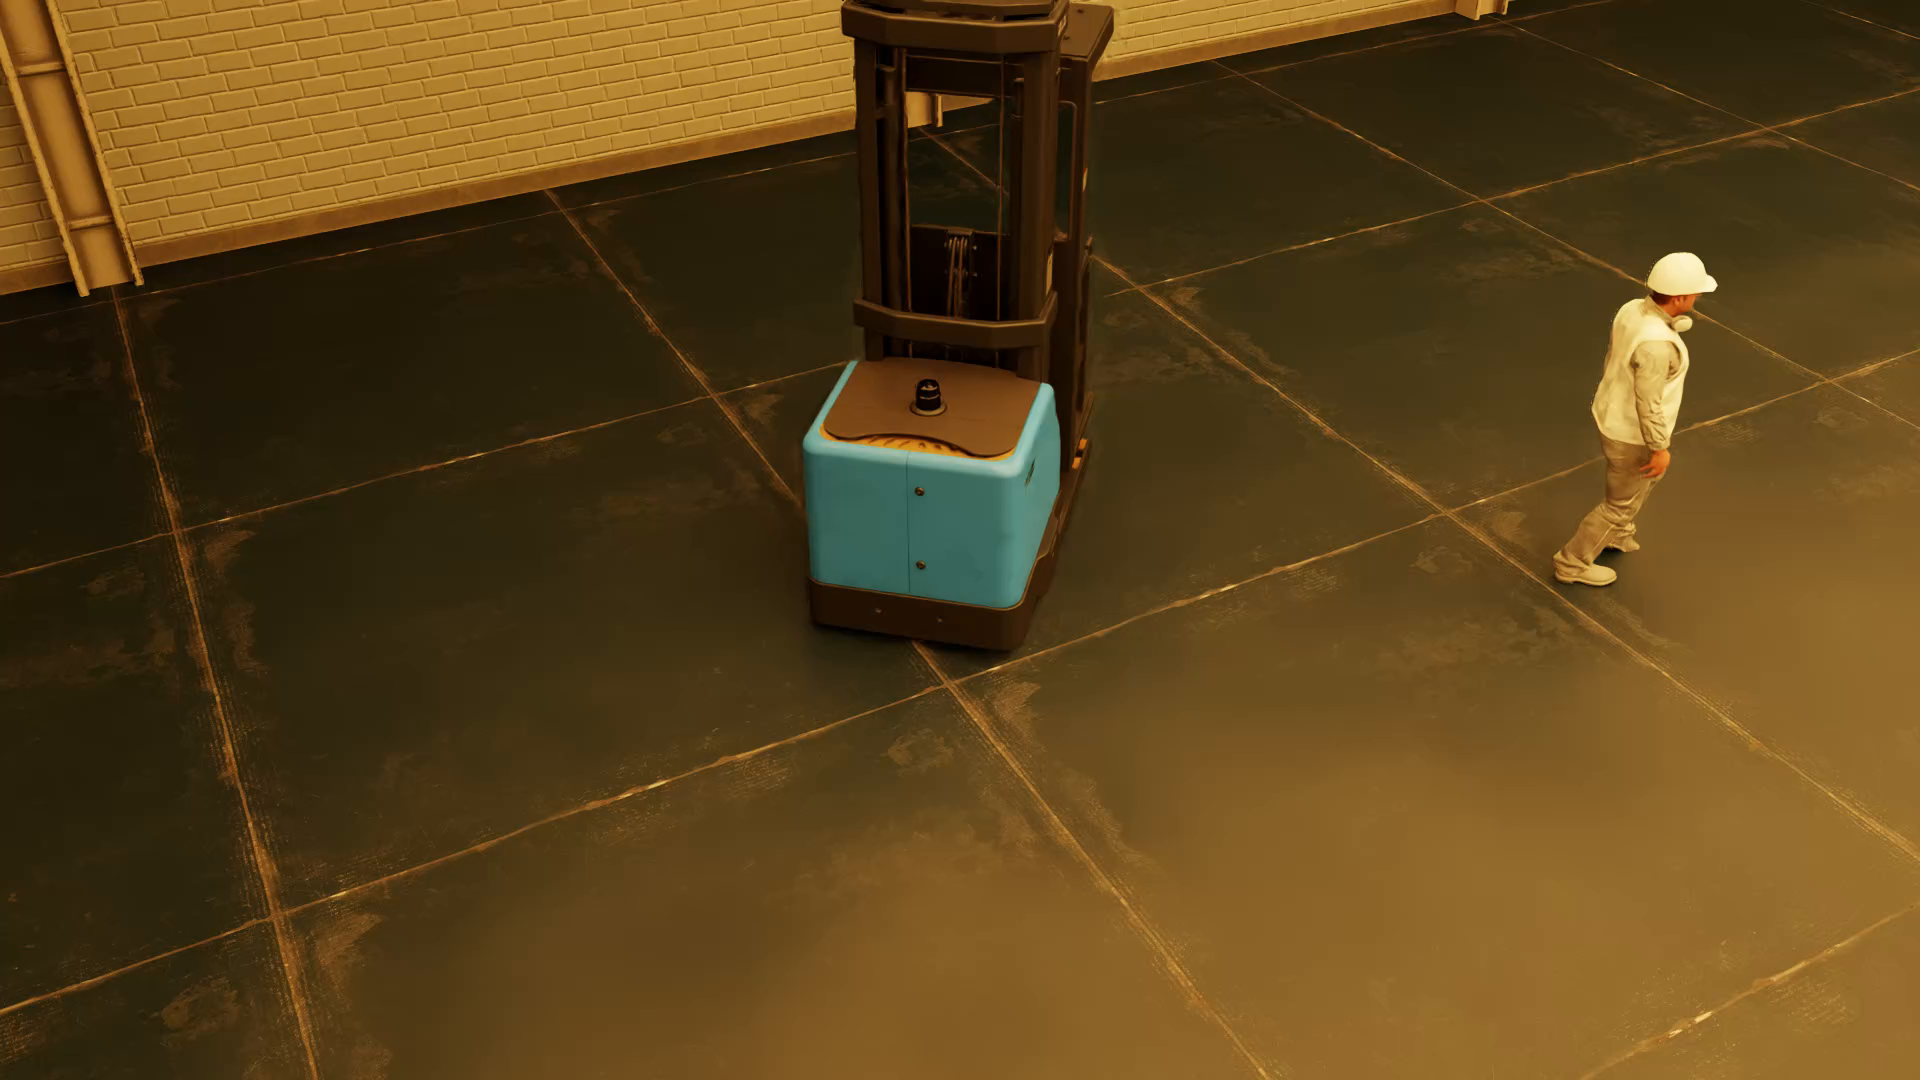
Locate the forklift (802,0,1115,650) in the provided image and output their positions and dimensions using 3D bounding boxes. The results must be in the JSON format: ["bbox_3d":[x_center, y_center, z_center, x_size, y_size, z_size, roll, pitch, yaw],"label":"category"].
[{"bbox_3d":[0.112,-1.527,8.284,1.130,2.935,3.031,8,36,11],"label":"forklift"}]

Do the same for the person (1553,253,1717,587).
[{"bbox_3d":[3.257,-0.538,7.960,0.540,1.817,0.631,4,35,5],"label":"person"}]
